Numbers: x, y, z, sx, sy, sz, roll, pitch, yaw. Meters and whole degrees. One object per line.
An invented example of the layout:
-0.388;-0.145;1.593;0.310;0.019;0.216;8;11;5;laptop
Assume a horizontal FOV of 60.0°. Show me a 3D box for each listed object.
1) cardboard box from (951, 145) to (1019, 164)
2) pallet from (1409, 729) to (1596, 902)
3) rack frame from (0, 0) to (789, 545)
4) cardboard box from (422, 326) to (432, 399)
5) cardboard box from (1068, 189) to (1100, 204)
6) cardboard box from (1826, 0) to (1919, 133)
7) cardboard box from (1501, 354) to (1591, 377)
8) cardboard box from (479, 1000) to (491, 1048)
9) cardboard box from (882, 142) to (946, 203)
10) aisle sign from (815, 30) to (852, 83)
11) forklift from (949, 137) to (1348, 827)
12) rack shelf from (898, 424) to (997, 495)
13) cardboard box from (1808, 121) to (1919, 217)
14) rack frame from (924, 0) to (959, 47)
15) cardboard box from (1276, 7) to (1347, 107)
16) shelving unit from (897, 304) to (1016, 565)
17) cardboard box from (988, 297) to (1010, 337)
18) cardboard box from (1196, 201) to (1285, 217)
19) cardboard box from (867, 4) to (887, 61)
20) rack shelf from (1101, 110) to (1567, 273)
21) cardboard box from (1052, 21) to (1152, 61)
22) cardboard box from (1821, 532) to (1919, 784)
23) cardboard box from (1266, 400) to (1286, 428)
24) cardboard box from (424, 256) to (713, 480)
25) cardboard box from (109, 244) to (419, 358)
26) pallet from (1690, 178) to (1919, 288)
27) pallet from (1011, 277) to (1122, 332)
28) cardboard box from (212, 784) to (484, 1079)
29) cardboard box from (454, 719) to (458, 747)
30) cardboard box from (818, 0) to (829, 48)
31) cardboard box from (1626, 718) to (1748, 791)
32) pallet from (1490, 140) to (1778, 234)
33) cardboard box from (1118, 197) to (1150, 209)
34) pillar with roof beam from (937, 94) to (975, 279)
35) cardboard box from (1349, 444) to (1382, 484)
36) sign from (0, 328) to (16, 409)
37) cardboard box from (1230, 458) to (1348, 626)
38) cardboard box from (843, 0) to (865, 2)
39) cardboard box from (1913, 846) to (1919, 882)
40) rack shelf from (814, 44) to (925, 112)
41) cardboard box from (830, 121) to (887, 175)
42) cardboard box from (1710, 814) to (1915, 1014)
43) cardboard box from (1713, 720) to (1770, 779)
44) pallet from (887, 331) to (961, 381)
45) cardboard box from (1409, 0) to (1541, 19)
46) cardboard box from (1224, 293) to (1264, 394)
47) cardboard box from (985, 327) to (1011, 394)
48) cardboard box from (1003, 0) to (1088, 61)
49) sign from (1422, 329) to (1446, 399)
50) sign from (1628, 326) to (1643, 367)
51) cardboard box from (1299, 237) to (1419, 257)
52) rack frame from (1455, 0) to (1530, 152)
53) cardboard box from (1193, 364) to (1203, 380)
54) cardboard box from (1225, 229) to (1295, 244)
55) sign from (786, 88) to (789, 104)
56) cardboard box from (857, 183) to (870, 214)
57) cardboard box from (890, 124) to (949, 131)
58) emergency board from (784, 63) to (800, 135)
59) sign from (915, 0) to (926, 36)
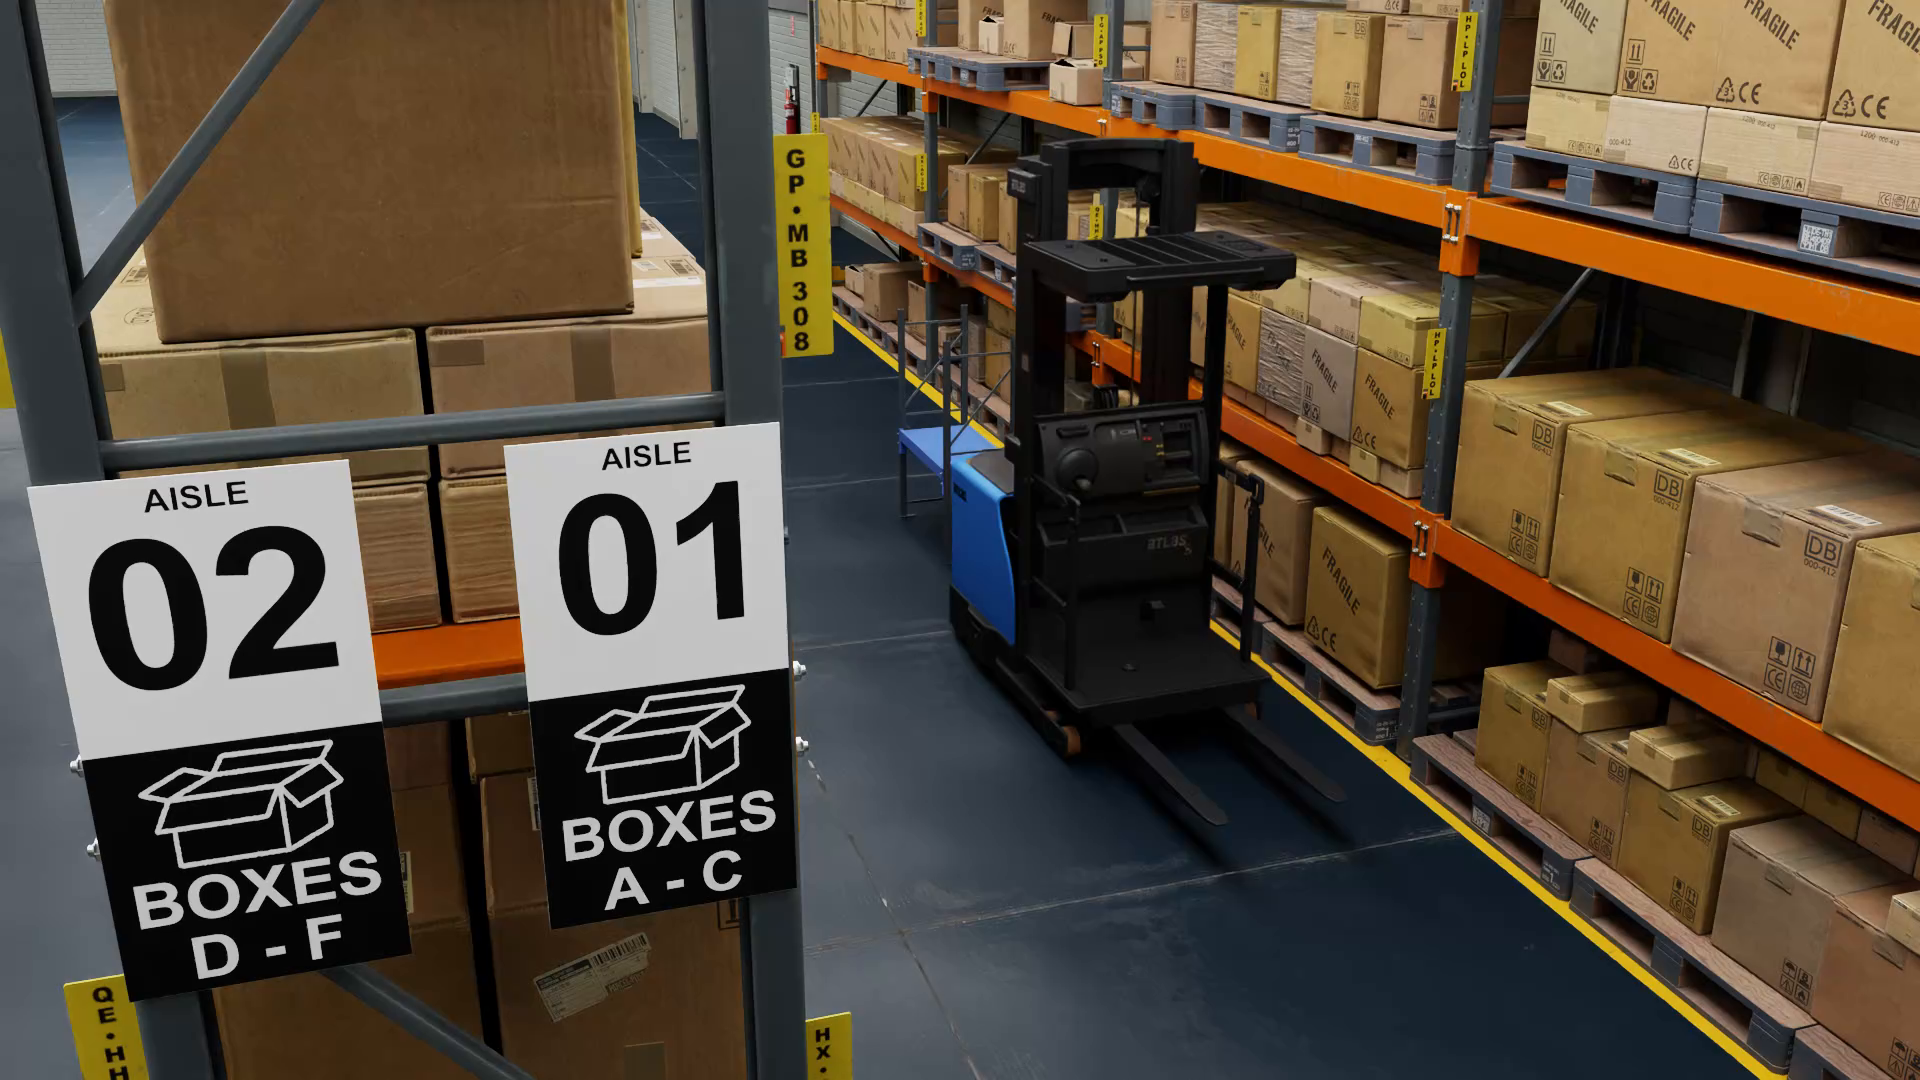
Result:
0.226;-3.392;15.506;0.500;0.500;0.500;-7;21;-18;cardboard box
2.855;1.204;7.751;1.003;0.211;1.213;-6;21;-17;pallet
-0.754;-1.372;1.925;1.000;3.000;0.127;-6;21;-17;rack frame
-1.141;-0.564;4.334;0.500;0.250;0.500;-6;21;-17;cardboard box
0.863;-2.445;12.988;0.700;0.500;0.500;-6;21;-17;cardboard box
3.140;-1.549;5.199;0.500;0.500;0.500;-7;21;-20;cardboard box
2.785;-0.731;8.397;0.500;0.500;0.500;-7;21;-19;cardboard box
-1.153;1.289;3.242;0.500;0.500;0.500;-6;21;-16;cardboard box
-0.429;-3.498;15.800;0.500;0.500;0.500;-7;21;-18;cardboard box
-1.389;-5.426;18.239;0.394;0.787;0.004;-6;21;-17;aisle sign
0.918;-0.439;8.302;1.130;2.935;3.031;-7;21;-19;forklift
-0.027;-0.564;11.300;0.538;0.185;1.000;-6;21;-17;rack shelf
3.132;-1.203;5.343;0.500;0.250;0.500;-7;21;-19;cardboard box
0.176;-5.751;14.115;1.000;3.000;0.127;-6;21;-17;rack frame
2.185;-2.659;9.147;0.700;0.500;0.500;-6;21;-17;cardboard box
-0.027;-0.733;11.239;0.538;1.500;1.048;-6;21;-17;shelving unit
0.565;-1.936;14.306;0.500;0.250;0.500;-7;21;-18;cardboard box
1.822;-2.075;11.030;0.500;0.250;0.500;-6;21;-16;cardboard box
-0.575;-4.869;15.920;0.500;0.500;0.500;-7;21;-19;cardboard box
2.062;-2.075;9.383;1.077;0.370;4.000;-6;21;-17;rack shelf
1.114;-3.539;12.213;0.797;0.503;0.637;-3;20;-10;cardboard box
3.538;0.387;5.457;0.980;0.700;0.700;-7;21;-18;cardboard box
1.958;-0.742;9.387;0.380;0.149;0.250;-7;21;-19;cardboard box
-0.668;-0.318;2.909;0.500;0.250;0.500;-6;21;-17;cardboard box
-1.315;-0.424;3.204;0.500;0.250;0.500;-6;21;-17;cardboard box
3.317;-1.076;5.668;1.003;0.211;1.213;-6;21;-17;pallet
1.108;-1.771;12.193;1.213;0.211;1.003;-6;21;-17;pallet
-1.155;0.820;3.070;0.500;0.500;0.500;-7;21;-18;cardboard box
-1.791;0.638;5.056;0.500;0.500;0.500;-6;21;-17;cardboard box
-1.214;-5.545;17.803;0.500;0.500;0.500;-6;21;-16;cardboard box
2.927;0.861;6.699;0.380;0.149;0.250;-7;21;-19;cardboard box
2.937;-1.466;6.756;1.003;0.211;1.213;-6;21;-17;pallet
1.296;-2.311;11.654;0.380;0.149;0.250;-9;22;-24;cardboard box
-4.127;-6.444;16.046;9.100;9.000;0.400;-6;21;-17;pillar with roof beam
2.213;-0.408;8.458;0.380;0.149;0.250;-6;21;-16;cardboard box
-1.287;-0.325;2.137;0.100;0.325;0.005;-6;21;-17;sign
2.080;-0.026;9.610;0.750;0.750;0.750;-6;21;-16;cardboard box
-0.910;-5.671;16.673;0.500;0.500;0.500;-6;21;-16;cardboard box
3.623;1.159;5.870;0.380;0.149;0.250;-6;21;-17;cardboard box
-0.453;-4.642;16.531;1.077;0.370;4.000;-6;21;-17;rack shelf
-1.071;-4.158;17.638;0.500;0.500;0.500;-6;21;-17;cardboard box
3.316;1.366;6.252;0.700;0.500;0.500;-7;21;-19;cardboard box
3.300;0.831;6.782;0.380;0.149;0.250;-6;21;-17;cardboard box
-0.069;-1.827;16.190;1.003;0.211;1.213;-6;21;-17;pallet
2.538;-2.675;8.082;0.500;0.250;0.500;-5;20;-13;cardboard box
1.825;-1.163;9.598;0.500;0.500;0.500;-6;21;-16;cardboard box
0.633;-1.563;14.378;0.700;0.500;0.500;-7;21;-18;cardboard box
0.659;-4.004;12.921;0.500;0.500;0.500;-7;21;-19;cardboard box
2.178;-0.807;7.630;0.100;0.325;0.005;-6;21;-17;sign
3.217;-0.864;7.988;0.100;0.325;0.005;-6;21;-17;sign
2.300;-1.580;9.652;0.500;0.250;0.500;-7;21;-18;cardboard box
2.690;-3.184;6.968;1.000;3.000;0.127;-6;21;-17;rack frame
1.677;-1.079;10.324;0.380;0.149;0.250;-6;21;-16;cardboard box
1.661;-1.688;9.951;0.500;0.250;0.500;-6;21;-17;cardboard box
-2.743;-7.006;26.432;0.001;0.329;0.234;-6;21;-17;sign
-0.742;-3.468;16.826;0.500;0.250;0.500;-6;21;-17;cardboard box
-0.416;-4.046;17.327;0.500;0.500;0.500;-7;21;-19;cardboard box
-2.667;-6.801;25.913;0.194;1.169;0.643;-6;21;-17;emergency board
-0.337;-4.522;14.368;0.100;0.325;0.005;-6;21;-17;sign
